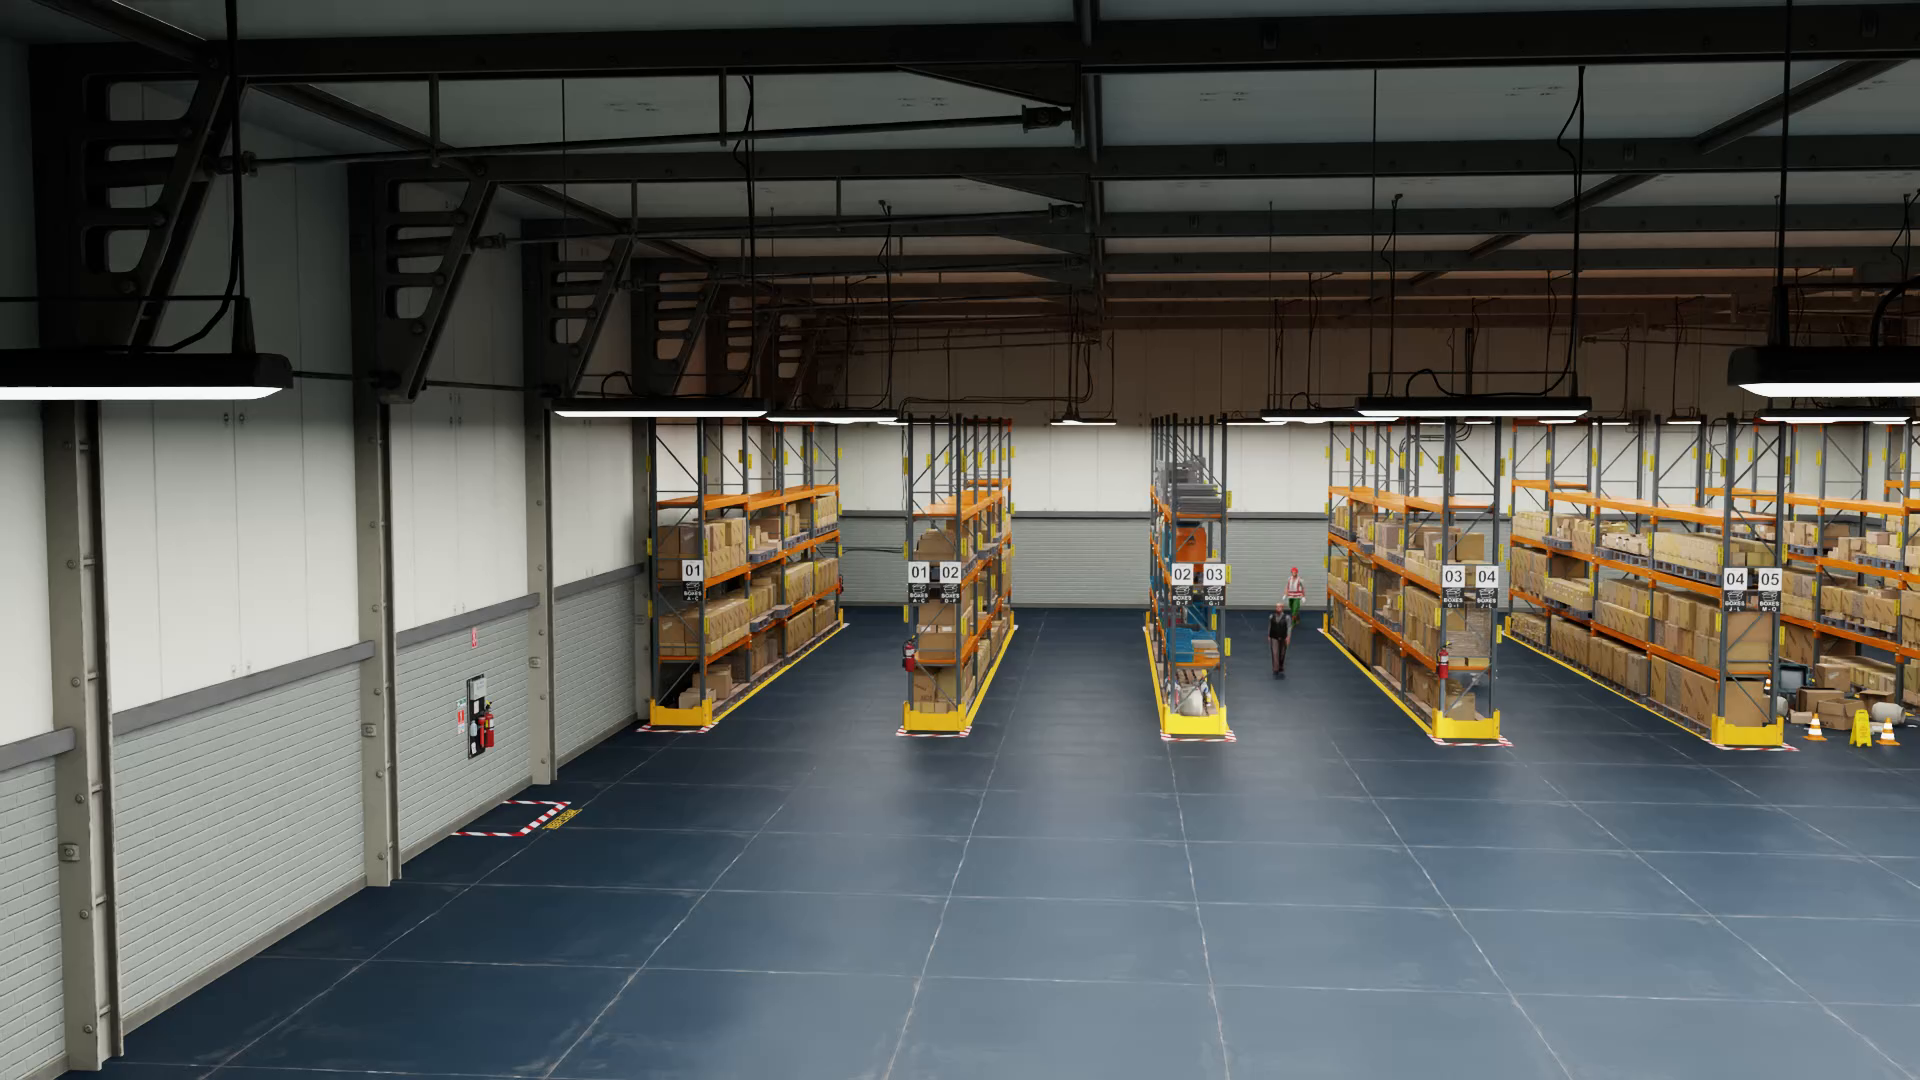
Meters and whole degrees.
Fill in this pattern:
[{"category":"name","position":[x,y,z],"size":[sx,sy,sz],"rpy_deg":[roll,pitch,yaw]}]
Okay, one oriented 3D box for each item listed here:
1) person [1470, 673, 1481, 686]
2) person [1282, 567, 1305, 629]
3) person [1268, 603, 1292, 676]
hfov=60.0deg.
[{"category":"person","position":[11.485,2.378,37.191],"size":[0.581,1.690,0.784],"rpy_deg":[1,4,16]},{"category":"person","position":[9.567,1.645,47.551],"size":[0.570,1.733,1.133],"rpy_deg":[3,5,35]},{"category":"person","position":[7.416,2.286,38.508],"size":[0.531,1.663,1.074],"rpy_deg":[1,4,8]}]
